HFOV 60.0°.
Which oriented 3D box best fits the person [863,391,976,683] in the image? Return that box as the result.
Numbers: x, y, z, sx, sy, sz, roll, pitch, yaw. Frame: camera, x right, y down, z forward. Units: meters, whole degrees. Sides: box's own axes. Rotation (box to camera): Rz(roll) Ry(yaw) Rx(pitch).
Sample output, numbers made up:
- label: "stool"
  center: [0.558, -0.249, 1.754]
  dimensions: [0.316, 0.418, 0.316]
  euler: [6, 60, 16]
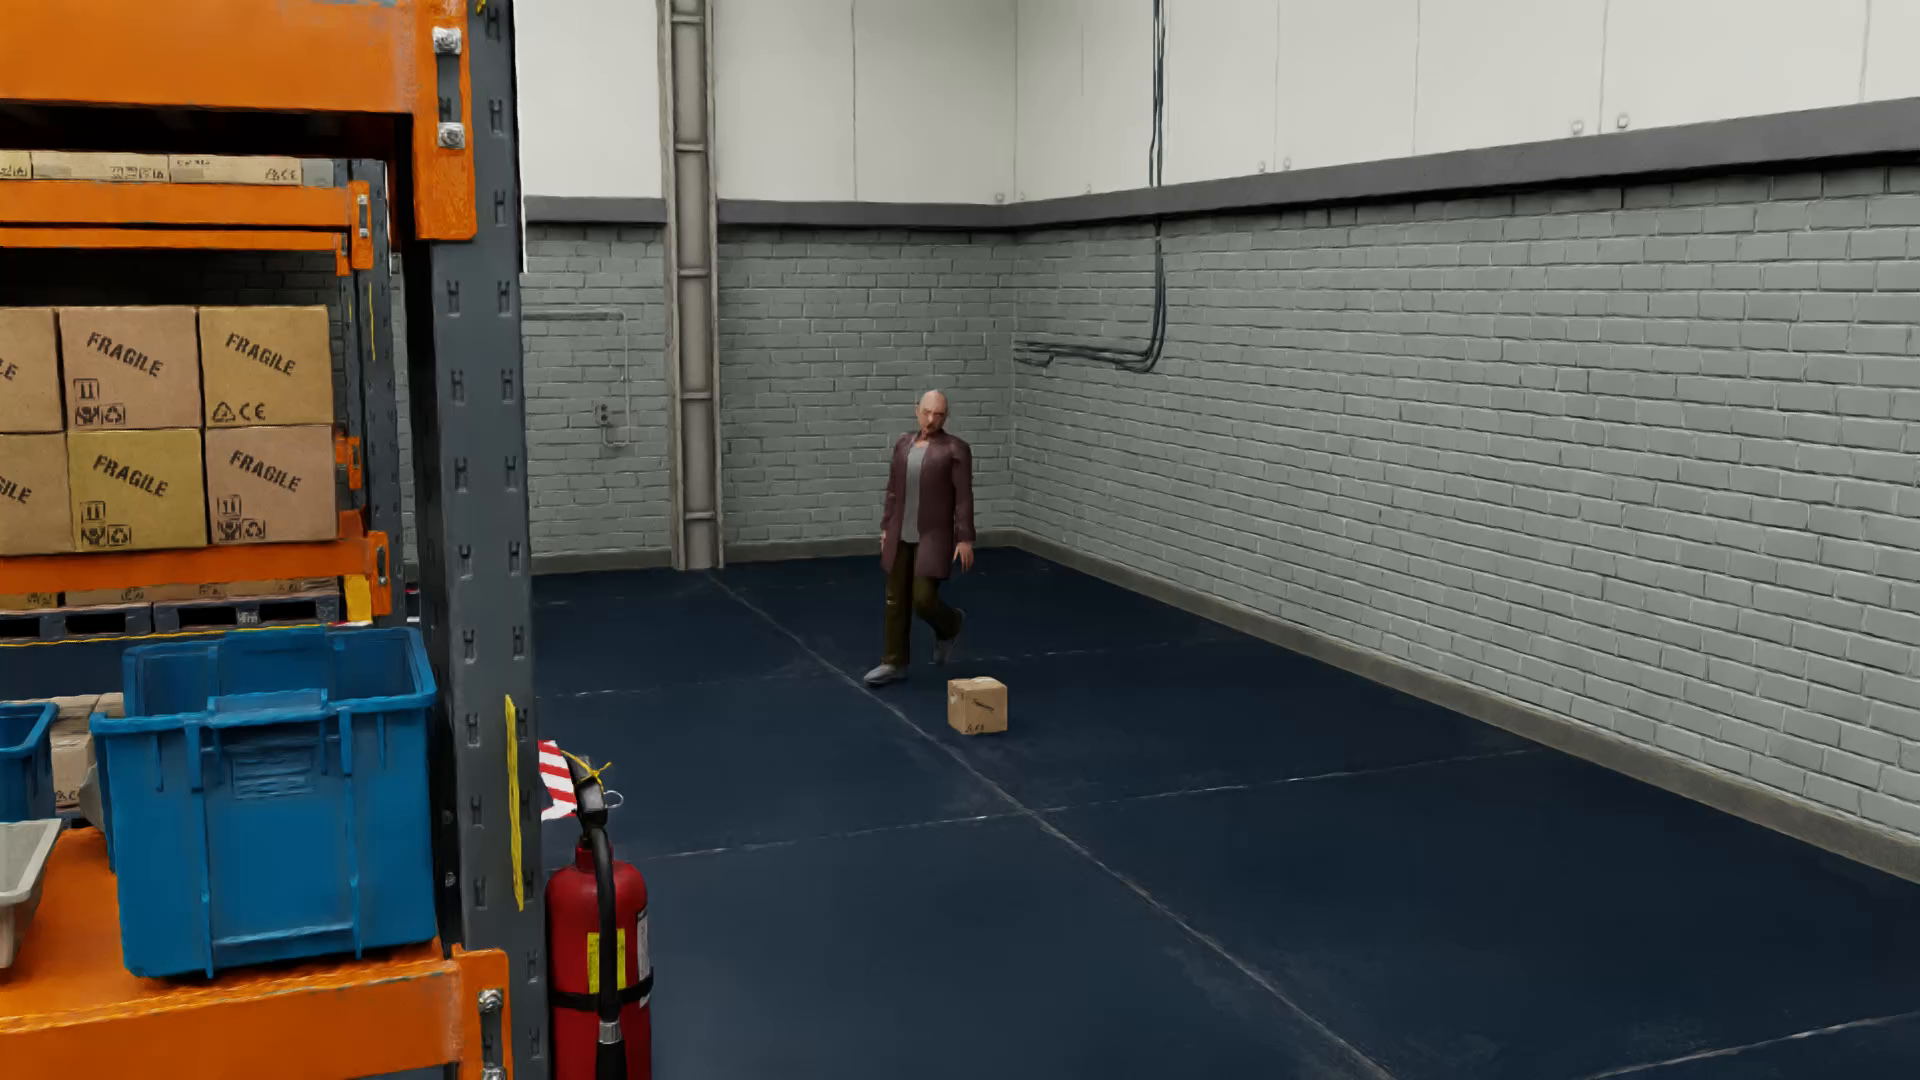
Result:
- label: "person"
  center: [-0.199, -0.020, 9.978]
  dimensions: [0.685, 1.758, 0.657]
  euler: [5, 10, 32]
